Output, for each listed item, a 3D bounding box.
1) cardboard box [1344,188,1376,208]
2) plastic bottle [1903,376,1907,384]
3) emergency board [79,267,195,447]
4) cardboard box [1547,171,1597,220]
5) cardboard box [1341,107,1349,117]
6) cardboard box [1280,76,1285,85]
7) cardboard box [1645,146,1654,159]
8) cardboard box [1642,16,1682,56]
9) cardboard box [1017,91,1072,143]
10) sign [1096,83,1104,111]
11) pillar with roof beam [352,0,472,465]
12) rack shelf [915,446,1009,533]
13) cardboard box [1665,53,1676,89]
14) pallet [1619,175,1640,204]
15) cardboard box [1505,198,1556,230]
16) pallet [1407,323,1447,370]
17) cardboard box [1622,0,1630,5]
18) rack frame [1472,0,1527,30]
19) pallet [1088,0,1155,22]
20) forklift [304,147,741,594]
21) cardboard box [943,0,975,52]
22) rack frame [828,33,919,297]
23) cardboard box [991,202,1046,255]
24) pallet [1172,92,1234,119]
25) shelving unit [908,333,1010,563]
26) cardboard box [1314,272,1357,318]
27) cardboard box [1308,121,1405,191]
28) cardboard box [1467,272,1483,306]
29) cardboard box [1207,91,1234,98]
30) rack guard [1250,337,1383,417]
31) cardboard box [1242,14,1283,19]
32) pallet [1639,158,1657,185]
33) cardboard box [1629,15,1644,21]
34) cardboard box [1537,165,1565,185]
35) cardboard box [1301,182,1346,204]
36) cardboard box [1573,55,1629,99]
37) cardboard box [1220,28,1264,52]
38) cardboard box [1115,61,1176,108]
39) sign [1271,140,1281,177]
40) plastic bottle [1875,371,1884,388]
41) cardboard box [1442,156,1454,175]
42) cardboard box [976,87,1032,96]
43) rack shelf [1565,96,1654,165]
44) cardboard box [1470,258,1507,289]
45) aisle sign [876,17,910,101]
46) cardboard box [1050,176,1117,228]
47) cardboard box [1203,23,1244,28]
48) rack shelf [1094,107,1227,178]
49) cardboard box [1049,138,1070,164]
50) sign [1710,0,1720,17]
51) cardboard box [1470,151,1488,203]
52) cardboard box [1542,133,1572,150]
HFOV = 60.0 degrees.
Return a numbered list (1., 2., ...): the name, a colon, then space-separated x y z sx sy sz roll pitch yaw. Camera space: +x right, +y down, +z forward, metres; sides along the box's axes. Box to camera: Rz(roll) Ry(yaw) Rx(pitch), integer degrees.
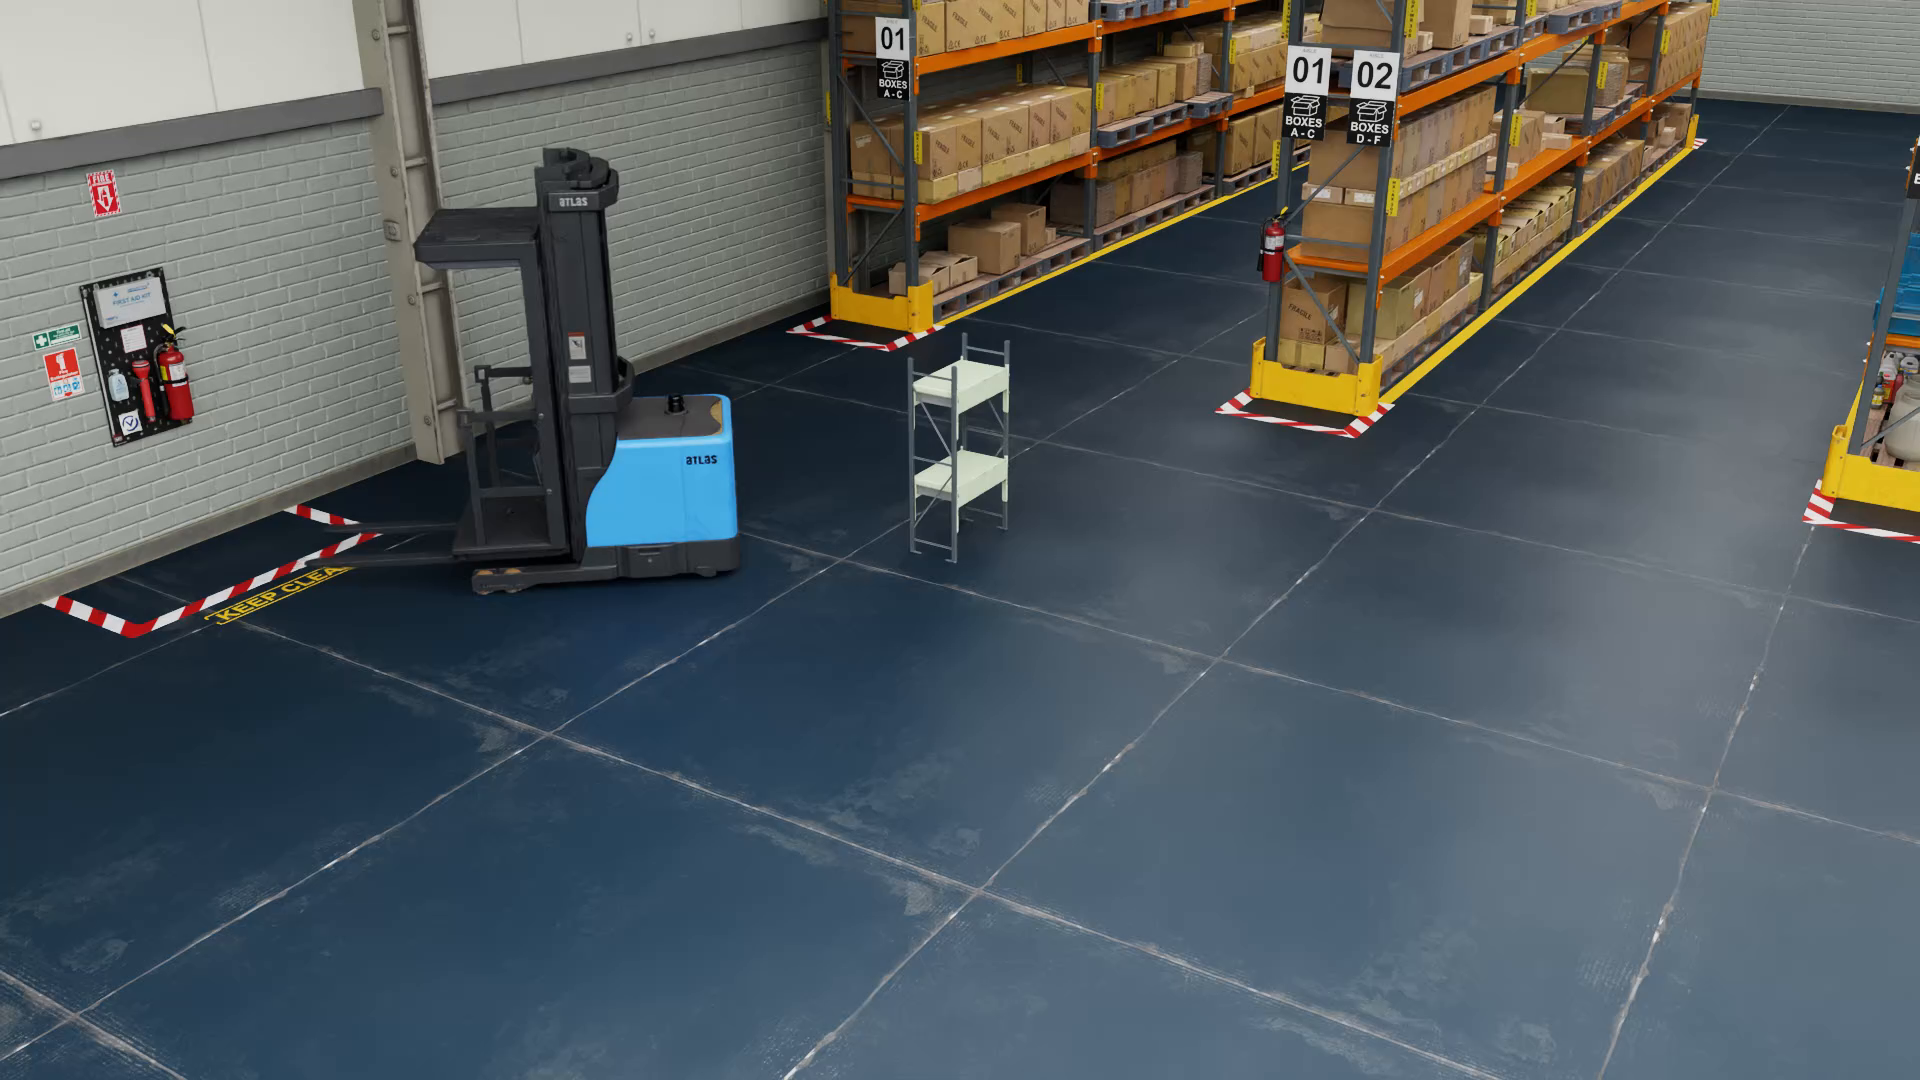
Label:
1. cardboard box: 3.709 -3.113 15.058 0.380 0.149 0.250 14 27 29
2. plastic bottle: 8.467 -1.378 14.962 0.097 0.201 0.097 0 23 0
3. emergency board: -5.758 -1.285 11.778 0.194 1.169 0.643 14 27 29
4. cardboard box: 8.022 -4.530 21.868 0.500 0.500 0.500 15 28 31
5. cardboard box: 6.188 -7.214 28.092 0.700 0.500 0.500 14 27 28
6. cardboard box: 4.793 -7.070 25.432 0.380 0.149 0.250 13 27 28
7. cardboard box: 10.502 -6.024 25.738 0.380 0.166 0.250 14 27 29
8. cardboard box: 10.408 -7.511 24.776 0.500 0.500 0.500 13 27 27
9. cardboard box: 0.973 -4.959 19.485 0.500 0.500 0.500 14 27 29
10. sign: 1.683 -5.355 20.090 0.100 0.325 0.005 14 27 29
11. pillar with roof beam: -0.765 -3.962 10.411 9.100 9.000 0.400 14 27 29
12. rack shelf: -0.004 -0.387 12.412 0.431 0.370 0.720 14 27 29
13. cardboard box: 10.416 -7.066 25.007 0.500 0.500 0.500 14 27 30
14. pallet: 9.252 -5.170 24.262 1.003 0.211 1.213 14 27 29
15. cardboard box: 6.934 -3.995 20.265 0.500 0.311 0.500 14 27 29
16. pallet: 4.331 -2.079 17.123 1.003 0.211 1.213 14 27 29
17. cardboard box: 8.284 -7.306 21.786 0.910 0.500 0.500 14 27 29
18. rack frame: 5.429 -6.785 16.932 1.000 3.000 0.127 14 27 29
19. pallet: 1.635 -6.545 20.390 1.213 0.211 1.003 14 27 29
20. forklift: -3.139 -1.186 11.637 3.031 2.935 1.130 -3 24 -8
21. cardboard box: -0.189 -5.385 17.321 0.500 0.500 0.500 16 28 32
22. rack frame: -0.892 -3.719 17.400 1.000 3.000 0.127 14 27 29
23. cardboard box: 0.705 -3.765 20.099 0.500 0.500 0.500 12 26 25
24. pallet: 3.043 -6.068 23.068 1.213 0.211 1.003 14 27 29
25. shelving unit: -0.004 -0.686 12.282 0.431 1.500 0.755 14 27 29
26. cardboard box: 3.864 -2.541 16.668 0.500 0.500 0.500 14 27 29
27. cardboard box: 3.604 -3.496 15.126 0.700 0.500 0.500 14 27 29
28. cardboard box: 5.370 -2.760 18.119 0.500 0.250 0.500 14 27 29
29. cardboard box: 3.699 -6.375 23.828 0.380 0.149 0.250 13 27 28
30. rack guard: 3.306 -1.527 15.483 1.175 0.500 0.348 14 27 29
31. cardboard box: 4.704 -8.026 25.880 0.500 0.250 0.500 14 27 30
32. pallet: 10.012 -5.684 25.450 1.003 0.211 1.213 14 27 29
33. cardboard box: 9.963 -7.635 25.062 0.500 0.500 0.500 13 27 28
34. cardboard box: 7.833 -4.802 22.494 0.500 0.500 0.500 15 28 31
35. cardboard box: 3.359 -3.194 15.246 0.380 0.149 0.250 13 27 28
36. cardboard box: 8.769 -6.361 22.850 0.700 0.500 0.500 7 24 16
37. cardboard box: 4.070 -7.235 24.054 0.500 0.250 0.500 13 27 28
38. cardboard box: 2.451 -6.081 22.176 0.700 0.500 0.500 14 27 29
39. sign: 2.865 -3.440 15.001 0.100 0.325 0.005 14 27 29
40. plastic bottle: 8.168 -1.353 14.800 0.061 0.283 0.133 15 27 30
41. cardboard box: 4.659 -3.720 16.461 0.380 0.149 0.250 15 28 31
42. cardboard box: 0.517 -5.065 19.729 0.500 0.500 0.500 14 27 29
43. rack shelf: 8.594 -5.727 22.944 1.077 0.370 4.000 14 27 29
44. cardboard box: 5.852 -3.047 18.781 0.500 0.250 0.500 13 27 28
45. aisle sign: -0.675 -4.825 16.682 0.394 0.787 0.004 14 27 29
46. cardboard box: 1.593 -4.375 21.510 0.700 0.500 0.500 15 28 31
47. cardboard box: 3.897 -7.508 24.685 0.500 0.250 0.500 13 27 28
48. rack shelf: 2.273 -5.414 22.221 1.077 0.370 4.000 14 27 29
49. cardboard box: 0.956 -4.619 19.644 0.500 0.250 0.500 14 27 29
50. sign: 12.220 -8.635 26.902 0.100 0.325 0.005 14 27 29
51. cardboard box: 5.200 -3.927 17.755 0.700 0.500 0.500 13 27 28
52. cardboard box: 7.299 -4.905 20.457 0.380 0.149 0.250 14 27 29
